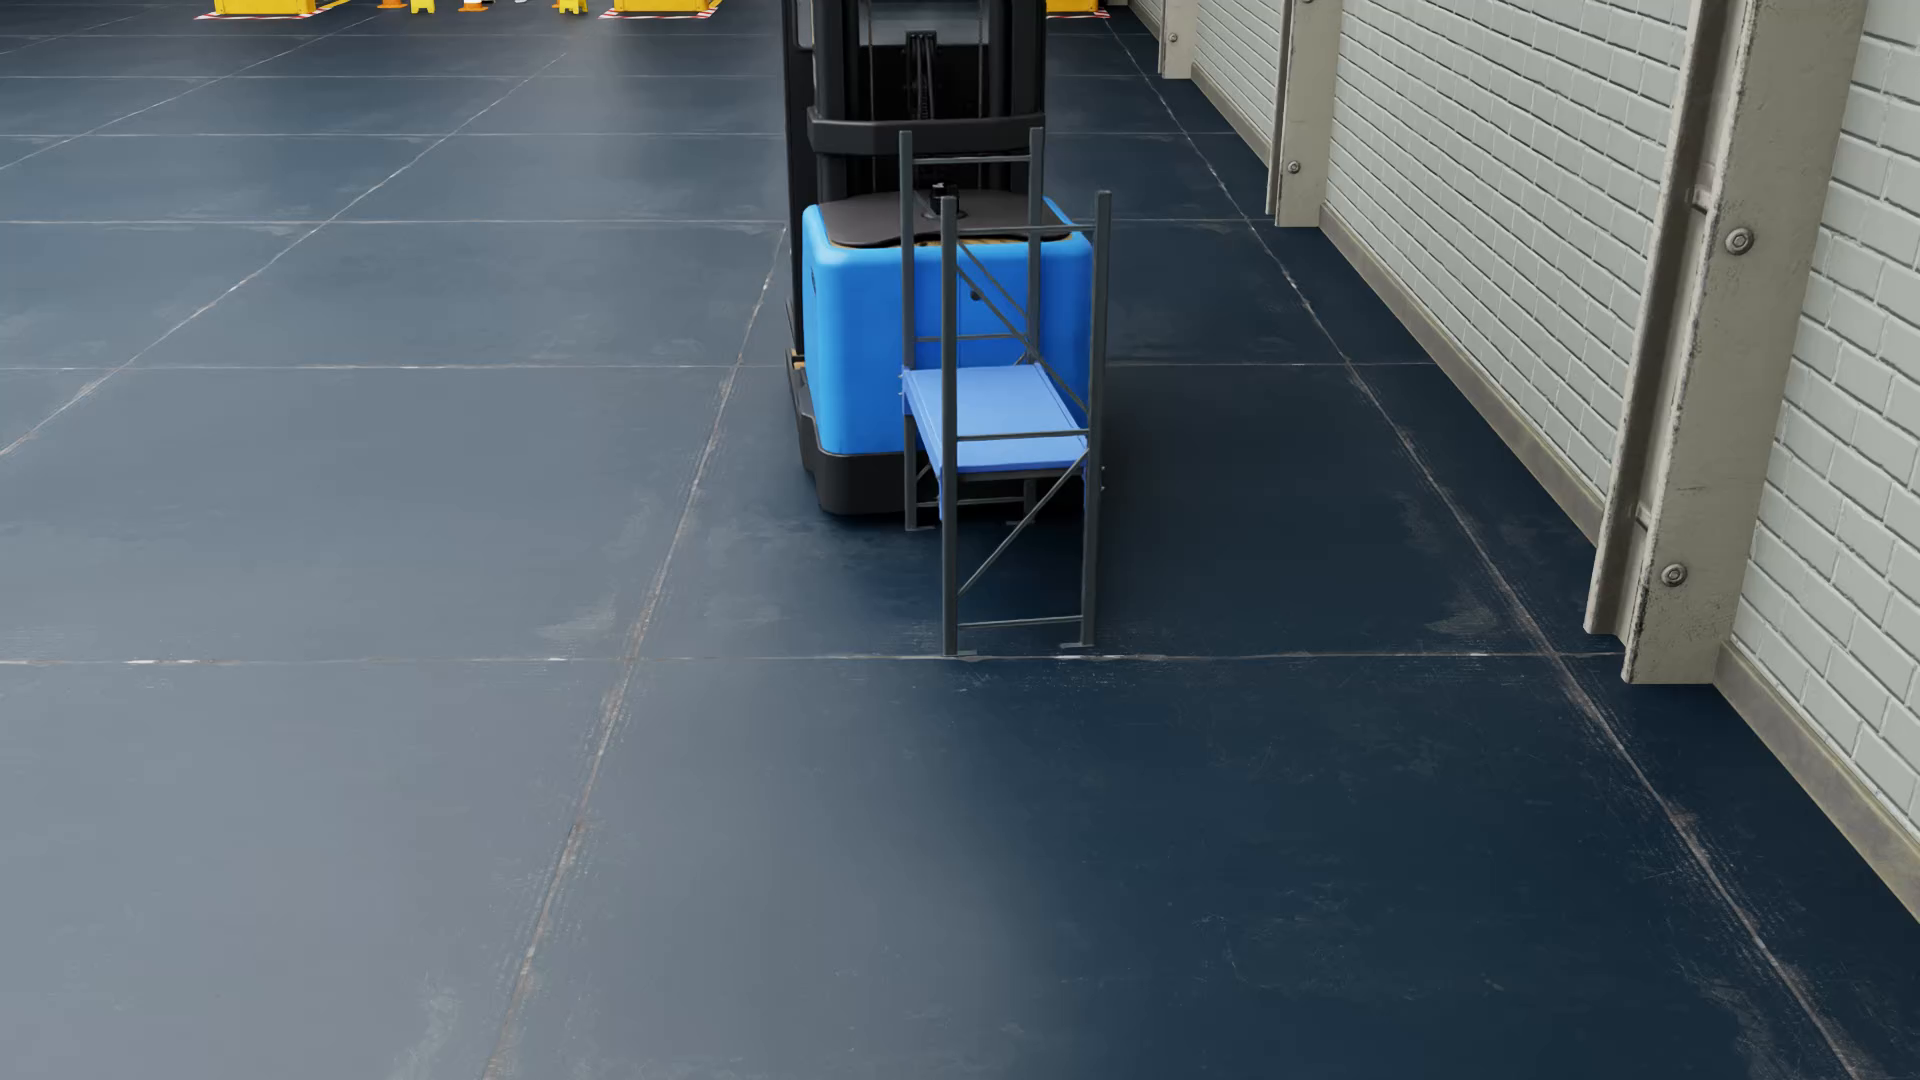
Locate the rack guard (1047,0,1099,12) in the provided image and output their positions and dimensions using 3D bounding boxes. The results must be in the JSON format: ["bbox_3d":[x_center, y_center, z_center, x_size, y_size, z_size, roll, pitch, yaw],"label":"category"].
[{"bbox_3d":[1.166,-6.973,21.061,1.175,0.500,0.348,0,24,-1],"label":"rack guard"}]

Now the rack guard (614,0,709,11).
[{"bbox_3d":[-3.798,-6.990,21.099,1.175,0.500,0.348,0,24,-1],"label":"rack guard"}]

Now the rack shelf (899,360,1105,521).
[{"bbox_3d":[0.117,-0.363,5.669,0.538,0.185,1.000,-4,25,-8],"label":"rack shelf"}]

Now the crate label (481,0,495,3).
[{"bbox_3d":[-6.269,-7.144,21.878,0.250,0.136,0.298,-14,28,-28],"label":"crate label"}]

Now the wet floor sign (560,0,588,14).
[{"bbox_3d":[-4.865,-6.942,20.816,0.267,0.644,0.232,8,26,18],"label":"wet floor sign"}]

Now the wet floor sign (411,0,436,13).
[{"bbox_3d":[-6.766,-6.958,20.852,0.267,0.644,0.232,-4,25,-10],"label":"wet floor sign"}]

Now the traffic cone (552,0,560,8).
[{"bbox_3d":[-5.092,-7.113,21.416,0.336,0.463,0.334,0,24,-1],"label":"traffic cone"}]

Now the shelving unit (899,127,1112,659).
[{"bbox_3d":[0.117,-0.527,5.595,0.538,1.500,1.048,-4,25,-8],"label":"shelving unit"}]

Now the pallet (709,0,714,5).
[{"bbox_3d":[-3.772,-7.194,21.899,1.003,0.211,1.213,0,24,-1],"label":"pallet"}]

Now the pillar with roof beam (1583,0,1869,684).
[{"bbox_3d":[-2.049,-3.710,3.532,9.100,9.000,0.400,0,24,-1],"label":"pillar with roof beam"}]

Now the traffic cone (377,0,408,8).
[{"bbox_3d":[-7.332,-7.103,21.394,0.336,0.463,0.334,0,24,-1],"label":"traffic cone"}]

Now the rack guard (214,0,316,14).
[{"bbox_3d":[-8.746,-6.885,20.867,1.175,0.500,0.348,0,24,-1],"label":"rack guard"}]

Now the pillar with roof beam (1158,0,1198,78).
[{"bbox_3d":[-2.180,-8.654,14.465,9.100,9.000,0.400,0,24,-1],"label":"pillar with roof beam"}]

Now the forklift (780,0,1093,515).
[{"bbox_3d":[-0.226,-2.008,7.133,1.130,2.935,3.031,-4,25,-8],"label":"forklift"}]

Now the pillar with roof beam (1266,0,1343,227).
[{"bbox_3d":[-2.114,-6.182,8.999,9.100,9.000,0.400,0,24,-1],"label":"pillar with roof beam"}]

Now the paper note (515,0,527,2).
[{"bbox_3d":[-5.798,-7.126,21.968,0.148,0.019,0.142,-9,26,-19],"label":"paper note"}]

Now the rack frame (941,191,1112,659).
[{"bbox_3d":[0.193,-0.320,5.137,0.500,1.500,0.032,-4,25,-8],"label":"rack frame"}]

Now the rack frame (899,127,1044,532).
[{"bbox_3d":[0.040,-0.734,6.053,0.500,1.500,0.032,-4,25,-8],"label":"rack frame"}]

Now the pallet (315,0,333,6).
[{"bbox_3d":[-8.833,-7.093,21.676,1.003,0.211,1.213,0,24,-1],"label":"pallet"}]

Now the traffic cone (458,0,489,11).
[{"bbox_3d":[-6.198,-6.968,21.096,0.336,0.463,0.334,0,24,-1],"label":"traffic cone"}]

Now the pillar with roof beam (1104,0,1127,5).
[{"bbox_3d":[-2.245,-11.127,19.932,9.100,9.000,0.400,0,24,-1],"label":"pillar with roof beam"}]
